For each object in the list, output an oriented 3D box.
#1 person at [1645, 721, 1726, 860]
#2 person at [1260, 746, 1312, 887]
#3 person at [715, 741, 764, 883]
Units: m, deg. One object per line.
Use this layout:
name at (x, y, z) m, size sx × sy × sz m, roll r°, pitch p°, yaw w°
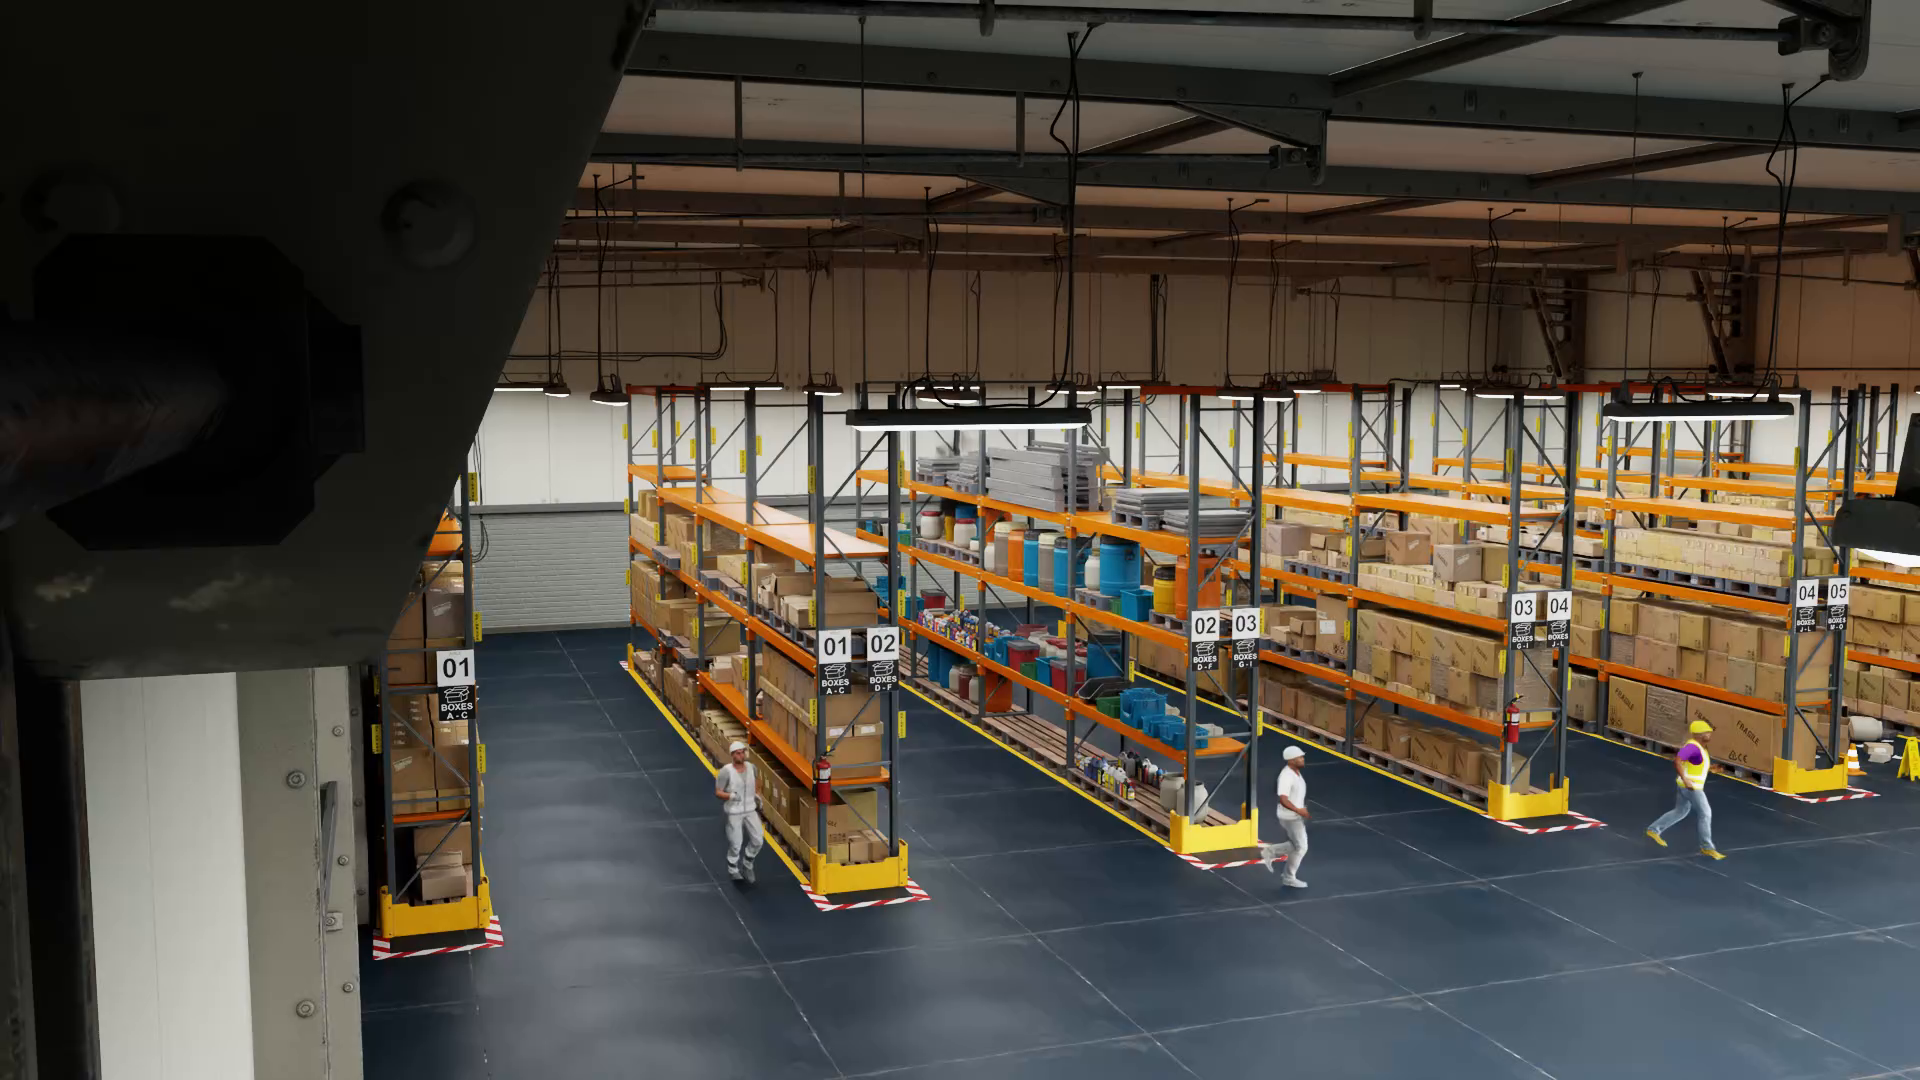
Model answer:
person at (9.473, 3.222, 21.644) m, size 0.968 × 1.783 × 0.648 m, roll 2°, pitch 6°, yaw 18°
person at (4.017, 3.381, 20.459) m, size 0.633 × 1.727 × 0.749 m, roll 2°, pitch 6°, yaw 16°
person at (-2.652, 3.345, 20.341) m, size 0.649 × 1.776 × 0.643 m, roll -3°, pitch 7°, yaw -30°
